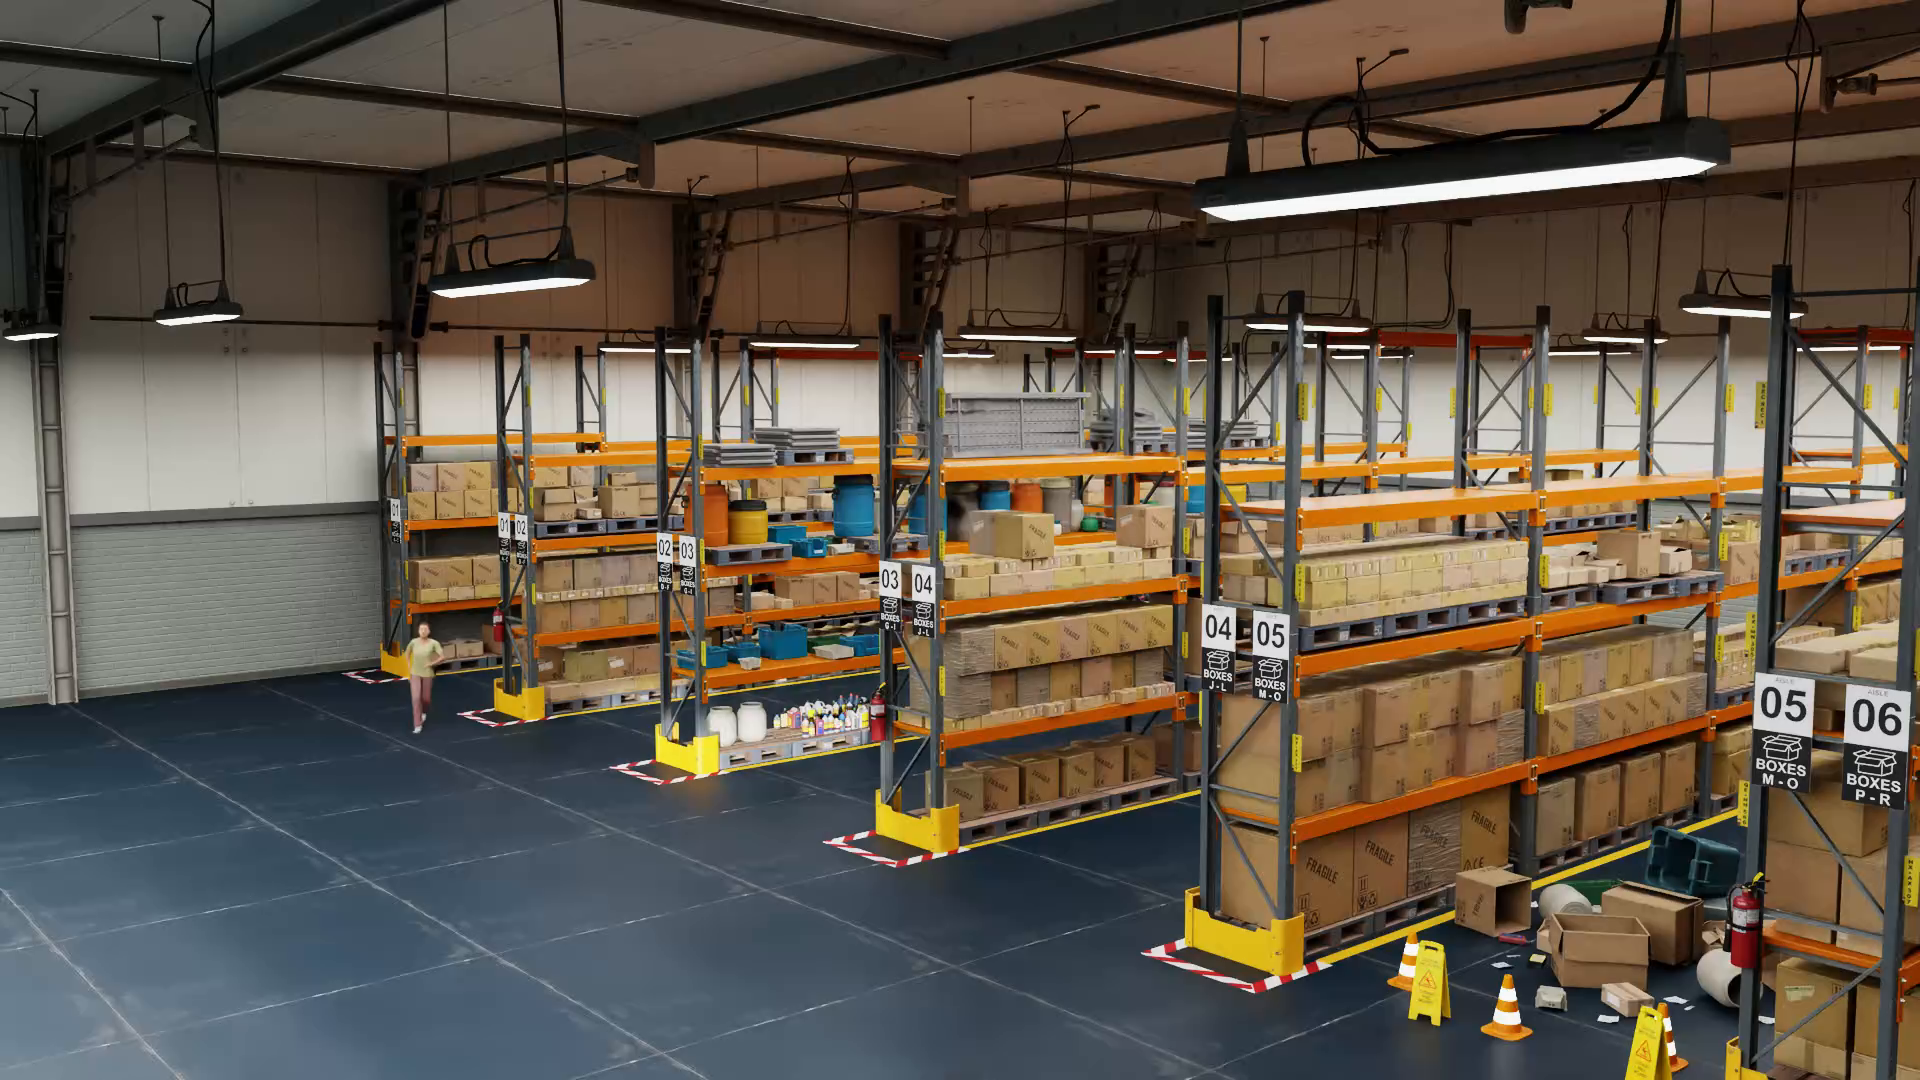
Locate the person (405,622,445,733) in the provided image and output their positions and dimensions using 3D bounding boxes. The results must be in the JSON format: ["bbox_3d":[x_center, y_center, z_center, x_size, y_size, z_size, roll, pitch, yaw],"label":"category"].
[{"bbox_3d":[-8.152,2.084,25.336,0.598,1.622,0.784,-1,5,-11],"label":"person"}]
